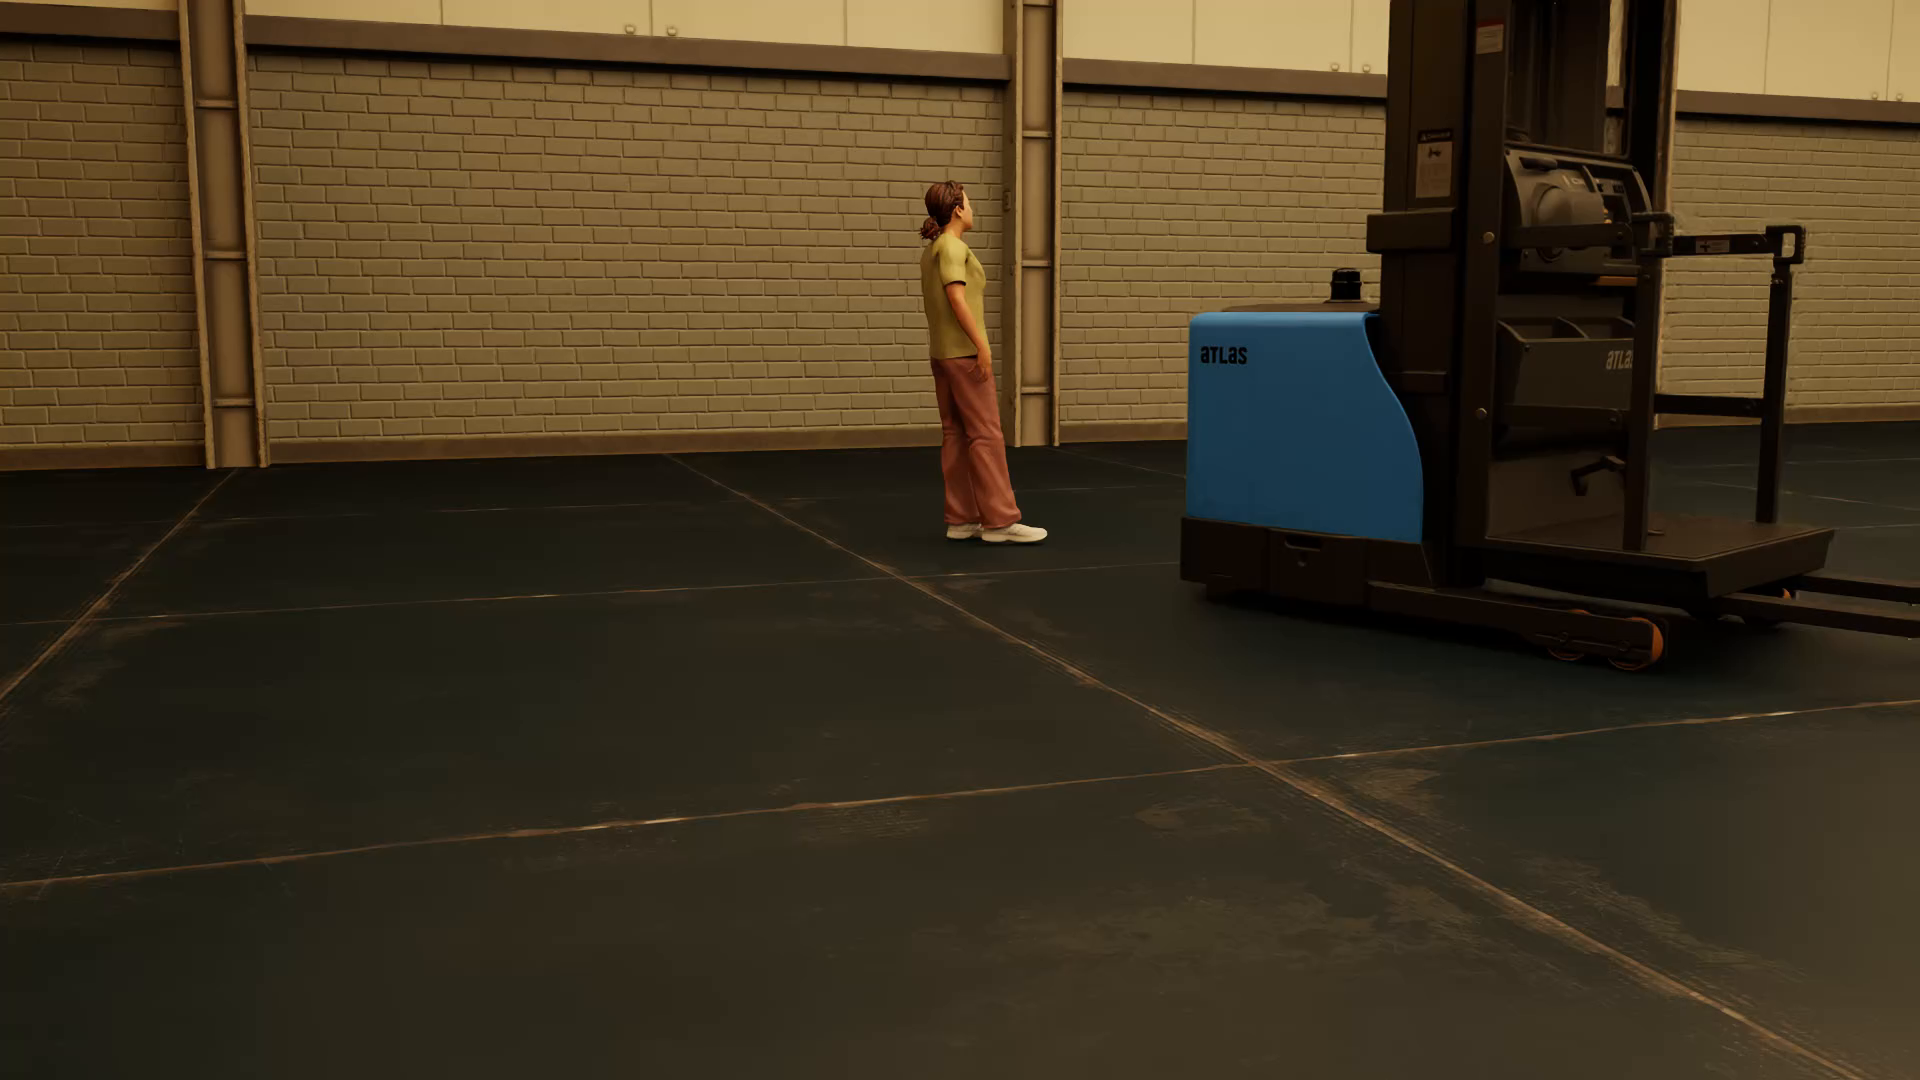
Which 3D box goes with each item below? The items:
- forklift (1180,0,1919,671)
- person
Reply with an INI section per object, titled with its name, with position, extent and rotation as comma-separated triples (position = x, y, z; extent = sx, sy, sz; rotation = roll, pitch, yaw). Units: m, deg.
[forklift]
position = 2.210, -1.134, 5.386
extent = 1.130, 2.935, 3.031
rotation = -7, 11, -43
[person]
position = 0.073, -0.839, 7.823
extent = 0.549, 1.675, 0.555
rotation = -3, 8, -18
